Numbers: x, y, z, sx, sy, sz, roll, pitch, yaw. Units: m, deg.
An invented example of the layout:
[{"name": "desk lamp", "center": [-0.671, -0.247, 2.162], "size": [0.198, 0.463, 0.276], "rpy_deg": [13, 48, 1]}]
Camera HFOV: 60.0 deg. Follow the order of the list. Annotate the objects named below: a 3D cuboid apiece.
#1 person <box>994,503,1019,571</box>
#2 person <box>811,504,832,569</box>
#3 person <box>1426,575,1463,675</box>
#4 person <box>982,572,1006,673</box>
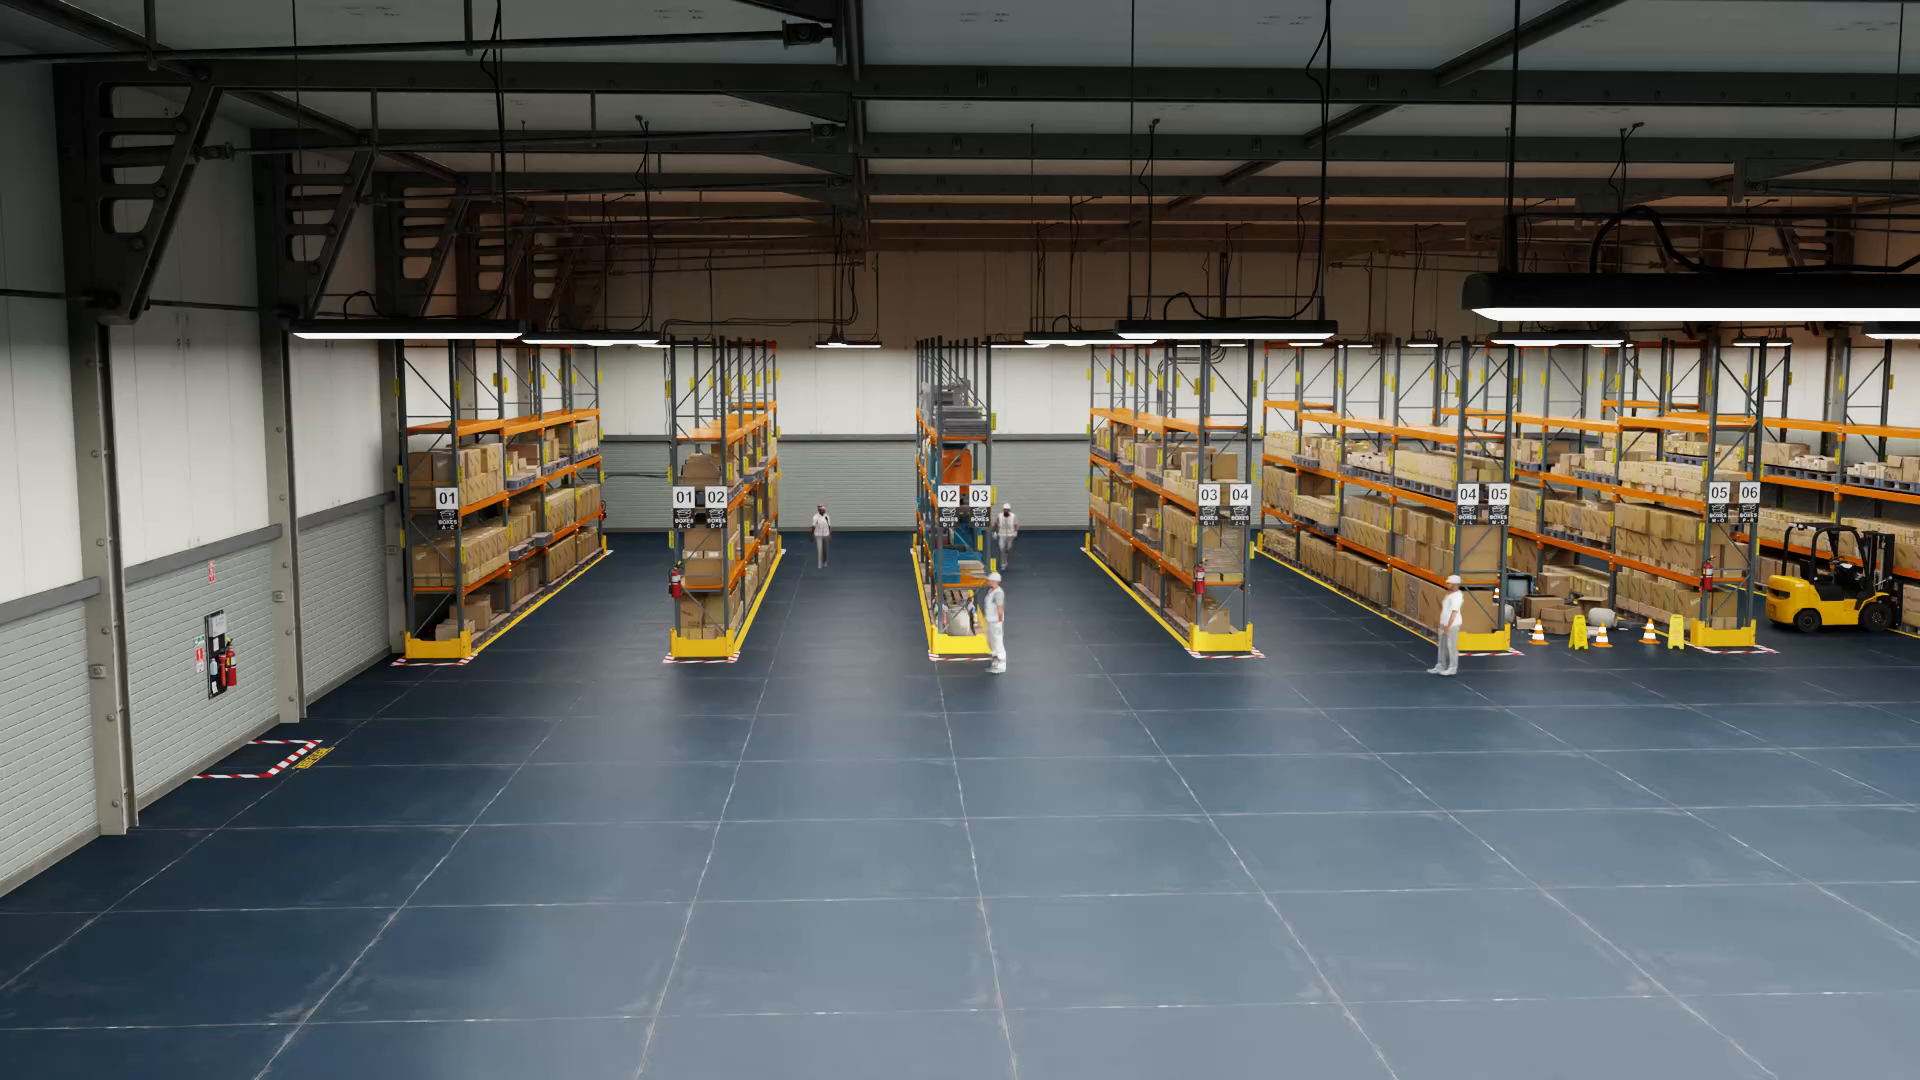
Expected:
[{"name": "person", "center": [1.225, -0.074, 43.772], "size": [0.624, 1.803, 0.878], "rpy_deg": [0, 7, -4]}, {"name": "person", "center": [-3.493, -0.099, 41.768], "size": [0.521, 1.635, 0.924], "rpy_deg": [-1, 7, -9]}, {"name": "person", "center": [8.647, 1.508, 29.416], "size": [0.545, 1.776, 0.584], "rpy_deg": [-1, 7, -13]}, {"name": "person", "center": [0.605, 1.477, 29.611], "size": [0.353, 1.820, 0.668], "rpy_deg": [-2, 7, -20]}]
